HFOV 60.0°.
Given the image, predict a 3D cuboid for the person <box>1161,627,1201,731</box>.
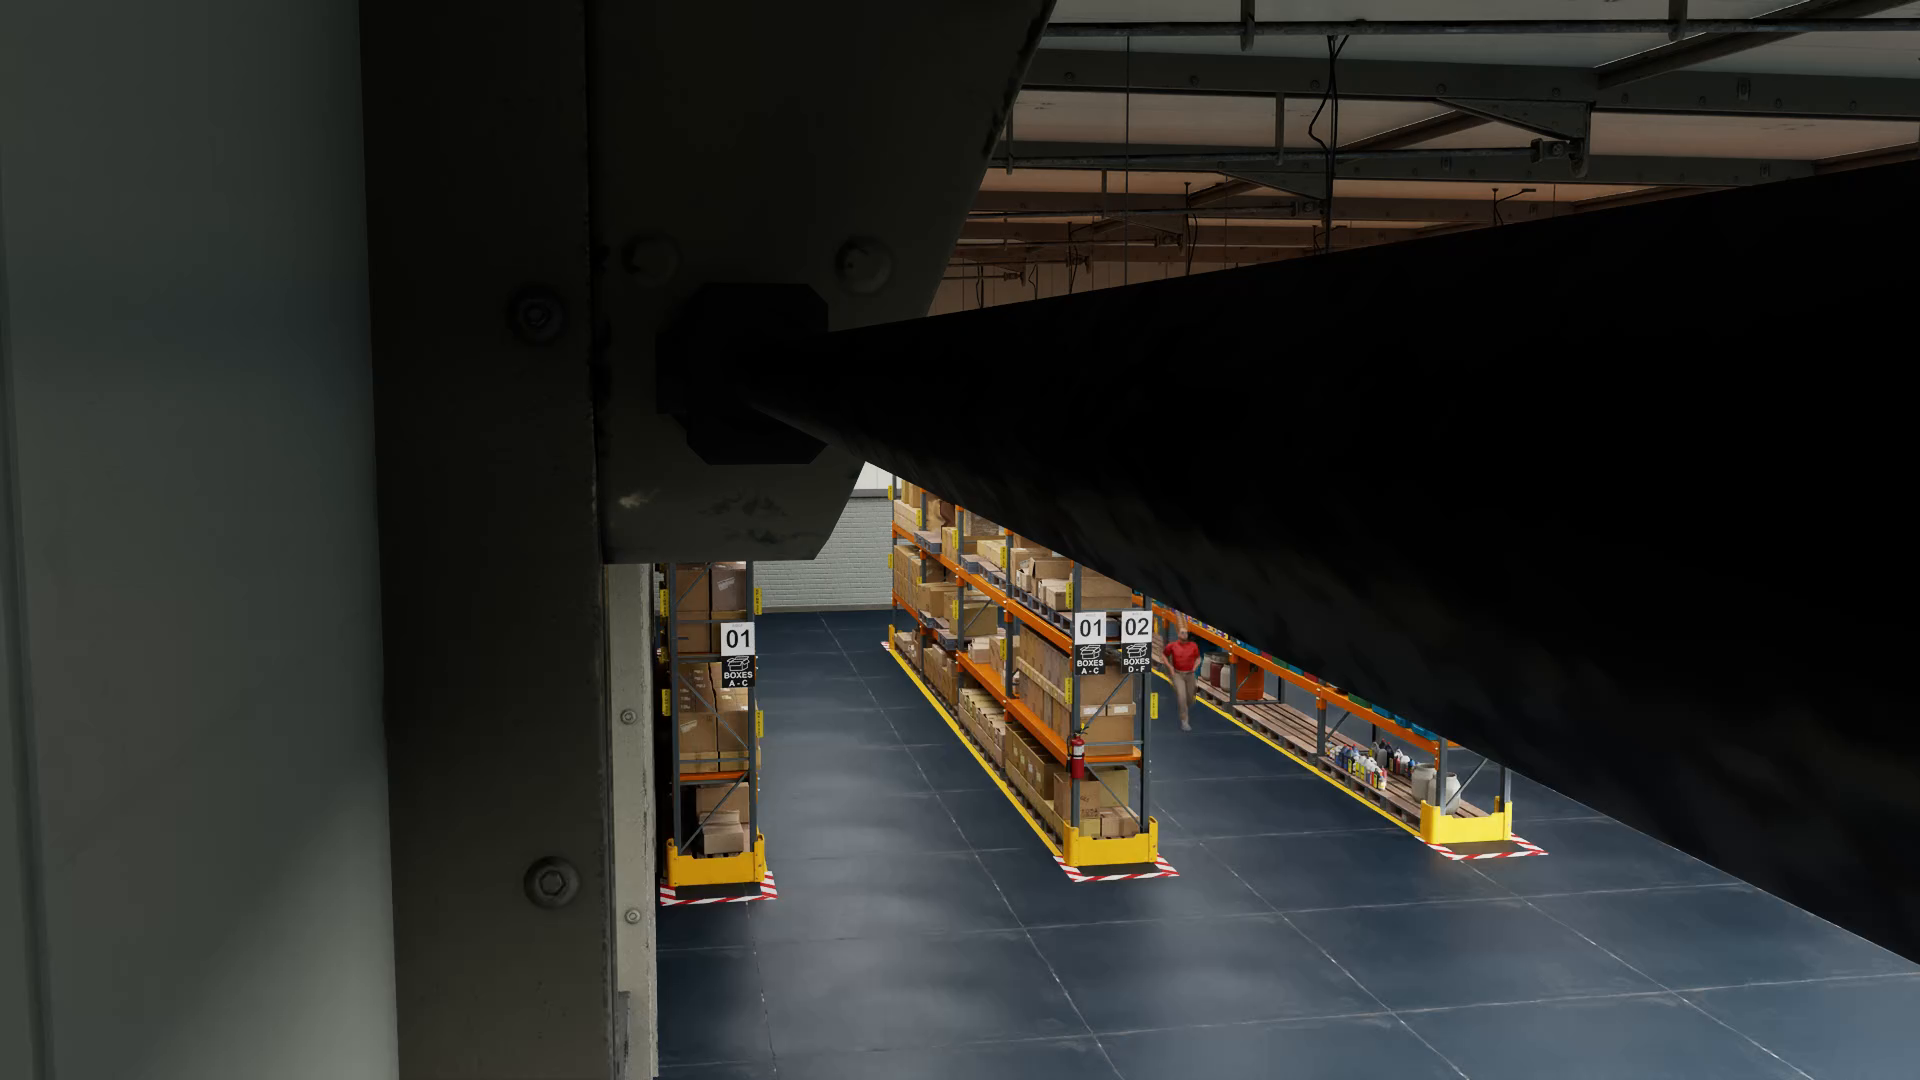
[{"bbox_3d":[3.787,2.334,28.285,0.672,1.711,0.796,-1,6,-9],"label":"person"}]
